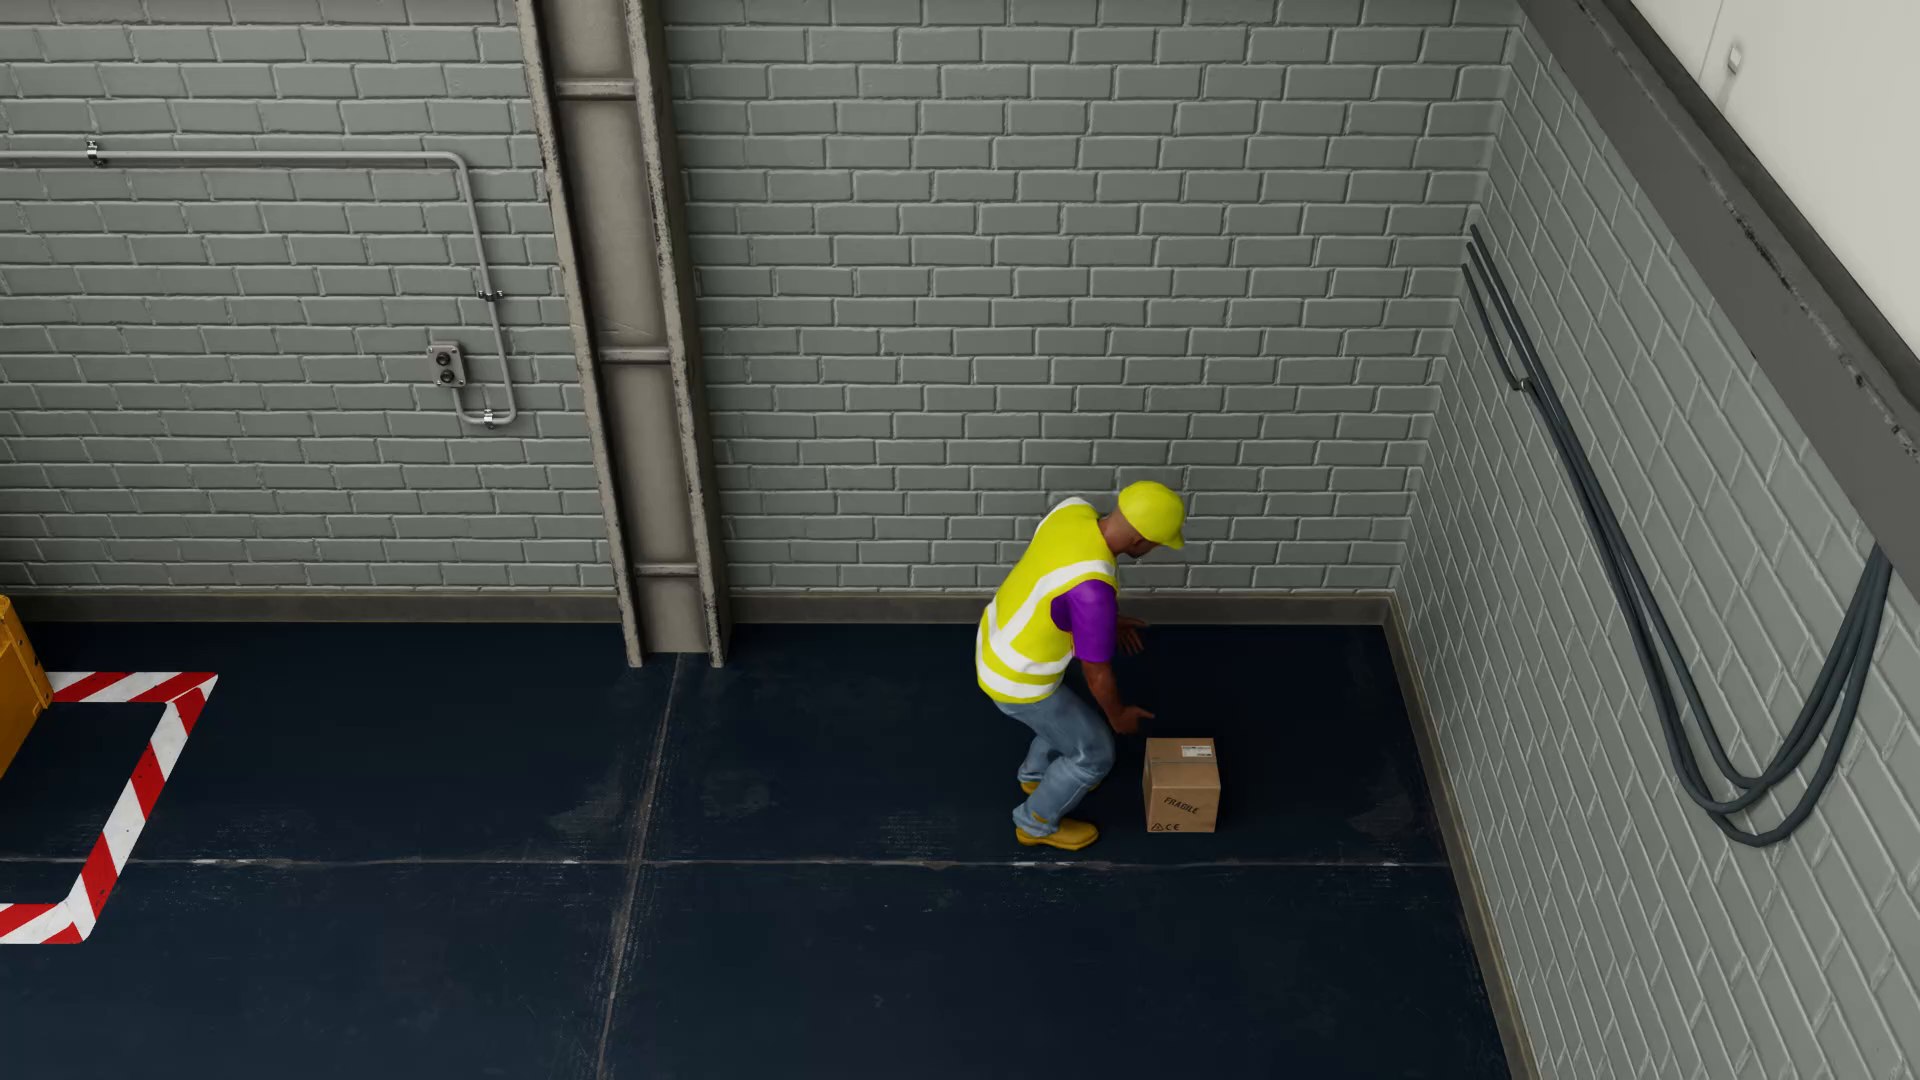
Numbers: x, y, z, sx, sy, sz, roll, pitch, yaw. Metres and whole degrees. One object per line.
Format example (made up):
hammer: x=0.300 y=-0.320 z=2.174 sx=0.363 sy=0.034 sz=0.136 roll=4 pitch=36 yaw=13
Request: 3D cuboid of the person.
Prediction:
person: x=0.397 y=0.410 z=5.834 sx=0.687 sy=1.517 sz=0.627 roll=0 pitch=39 yaw=0
